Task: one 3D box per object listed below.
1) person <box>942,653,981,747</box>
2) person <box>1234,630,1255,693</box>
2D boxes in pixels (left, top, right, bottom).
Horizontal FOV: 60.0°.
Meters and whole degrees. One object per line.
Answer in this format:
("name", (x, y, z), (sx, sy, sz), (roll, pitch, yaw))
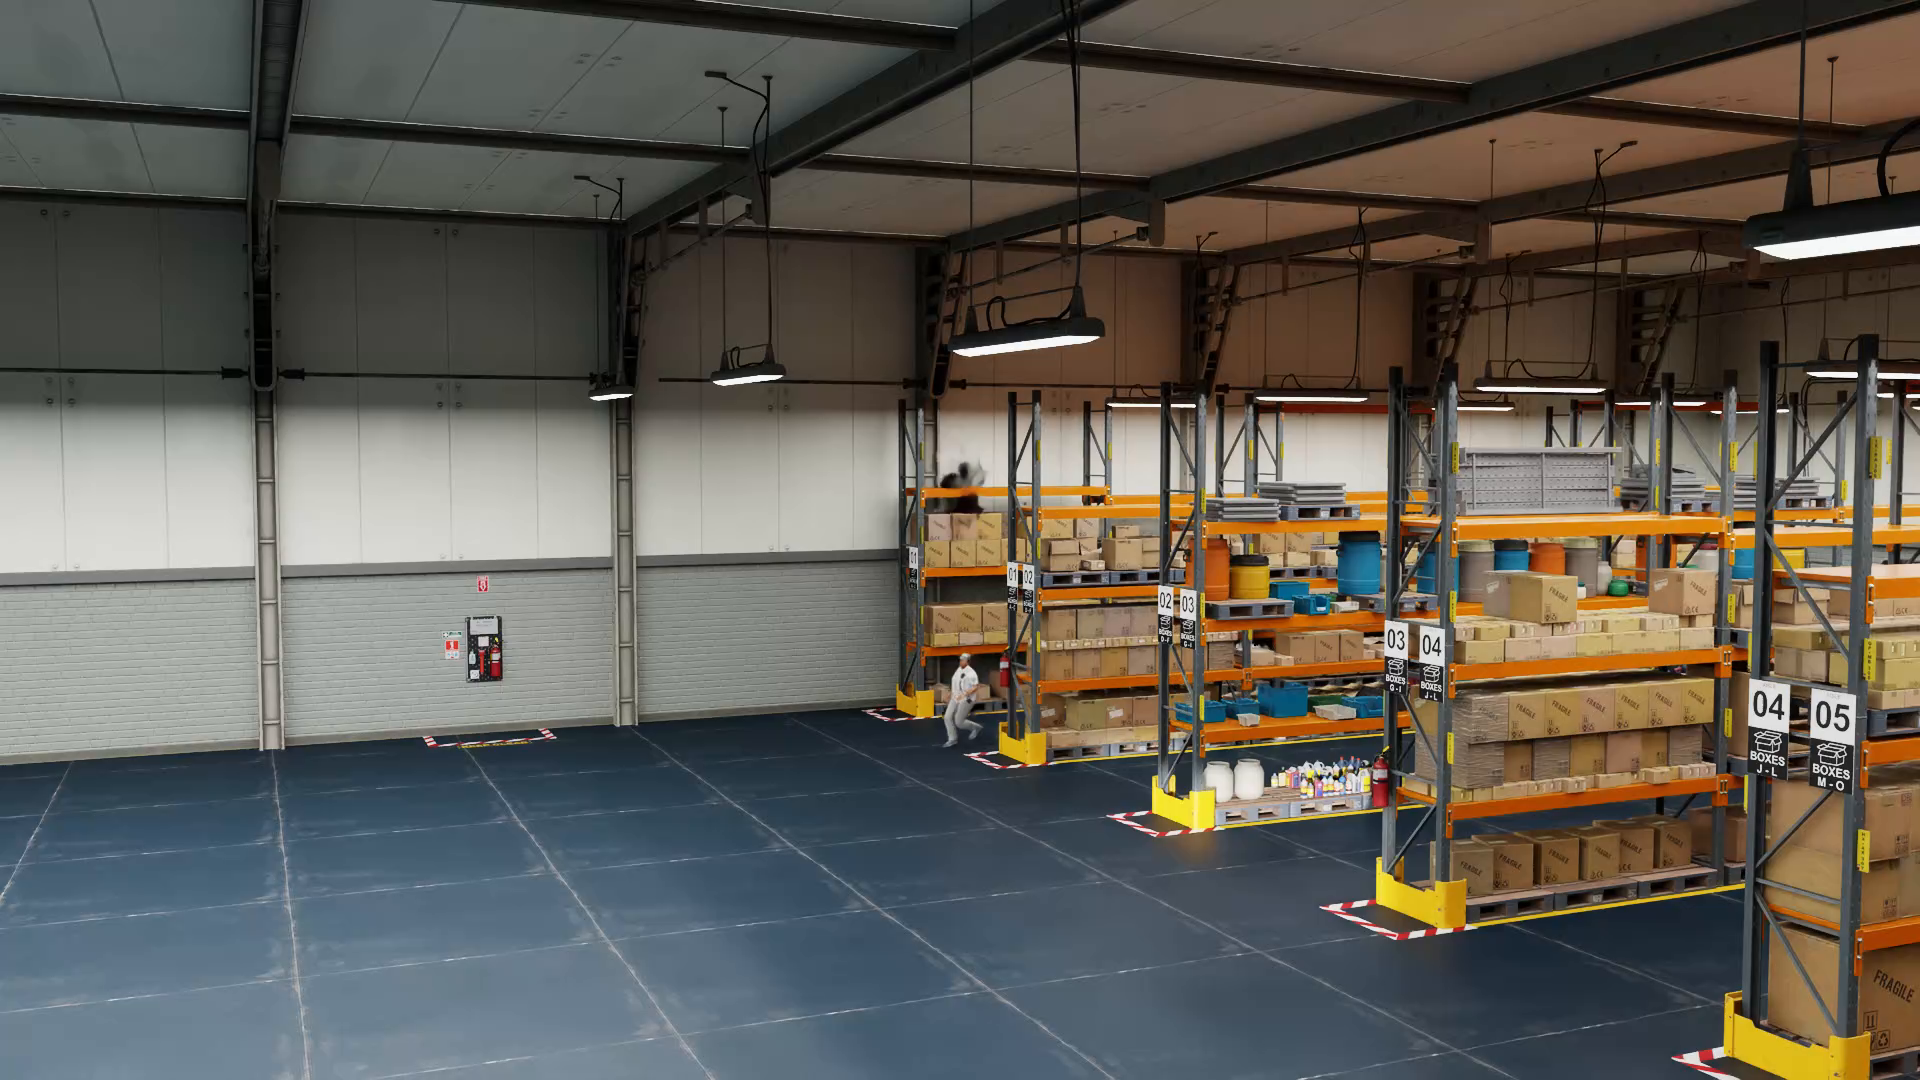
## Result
("person", (0.088, 2.722, 28.251), (0.682, 1.635, 0.646), (-2, 4, -34))
("person", (5.306, 2.490, 31.142), (0.890, 1.669, 0.618), (-2, 4, -33))
